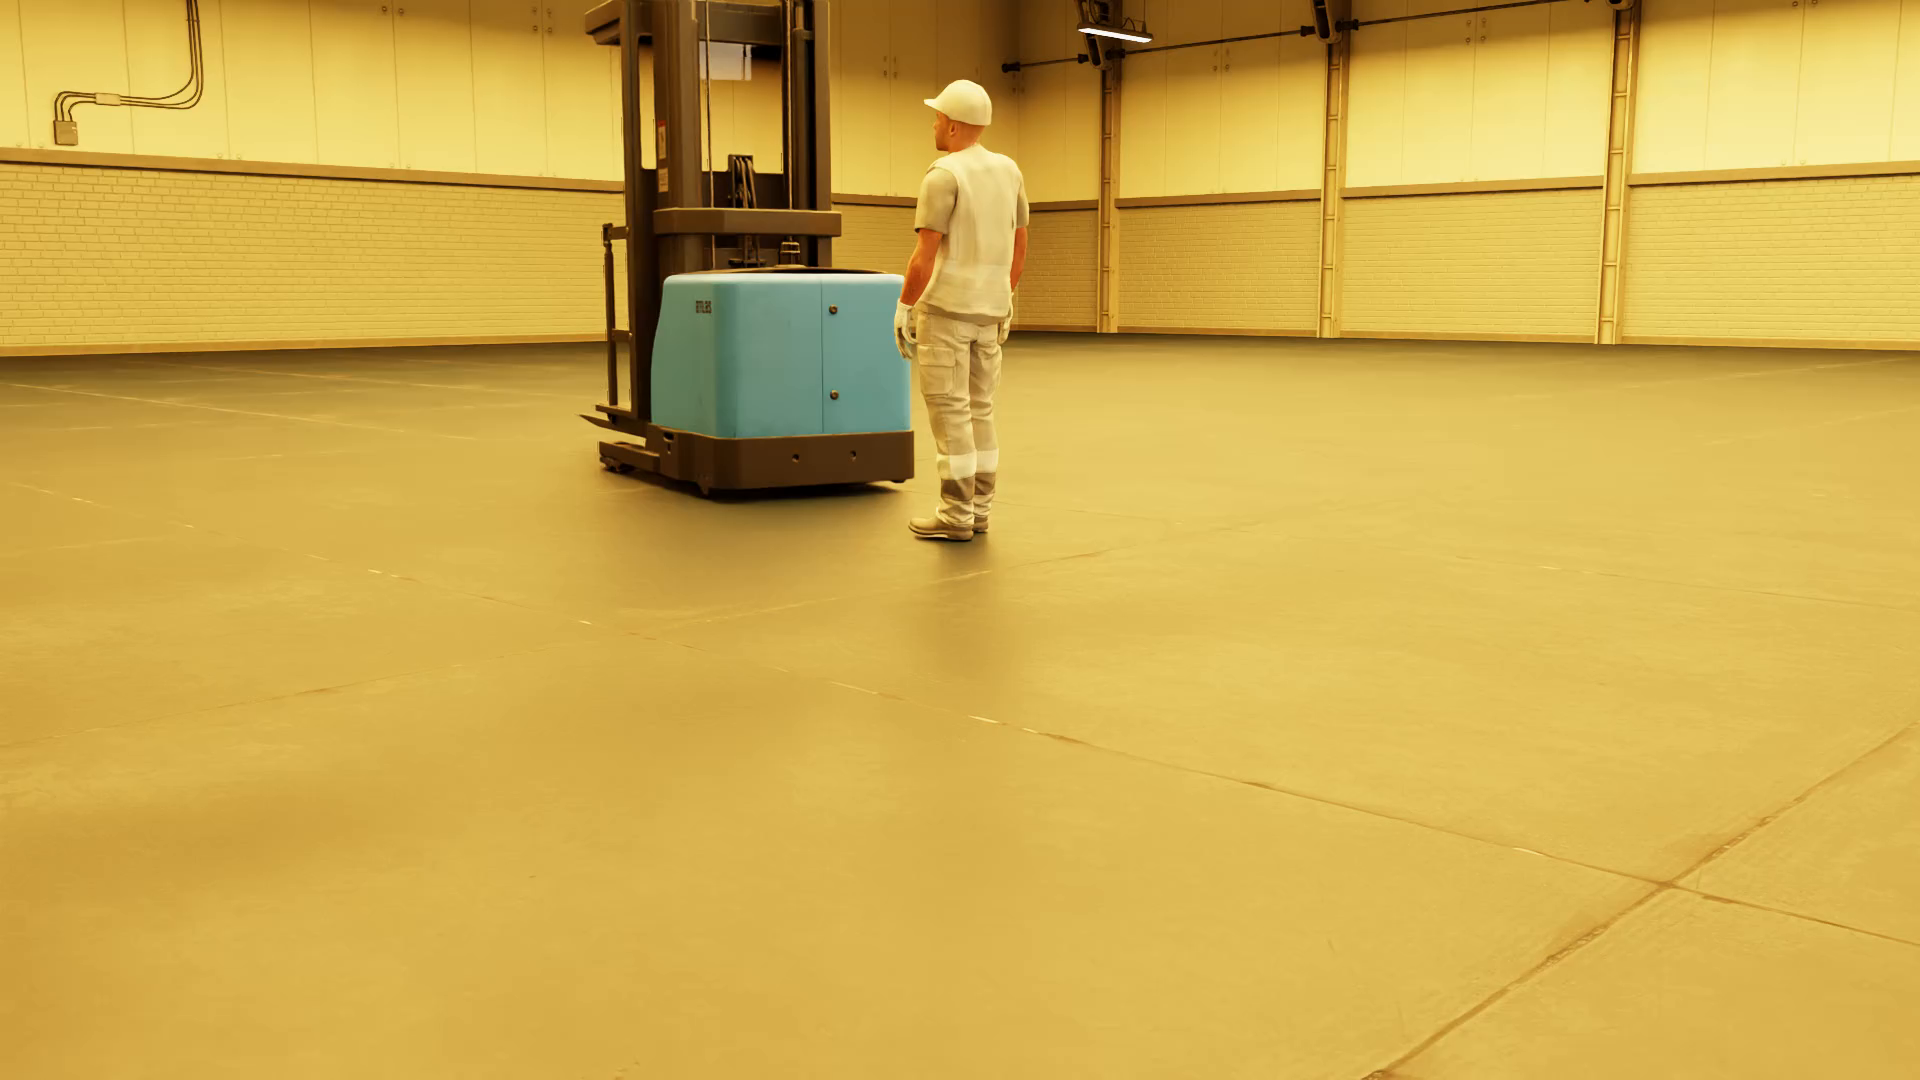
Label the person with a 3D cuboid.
[{"bbox_3d":[-0.050,-0.902,6.647,0.562,1.790,0.637,8,12,43],"label":"person"}]

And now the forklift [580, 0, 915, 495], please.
[{"bbox_3d":[-1.372,-1.844,9.118,1.130,2.935,3.031,-5,10,-28],"label":"forklift"}]
